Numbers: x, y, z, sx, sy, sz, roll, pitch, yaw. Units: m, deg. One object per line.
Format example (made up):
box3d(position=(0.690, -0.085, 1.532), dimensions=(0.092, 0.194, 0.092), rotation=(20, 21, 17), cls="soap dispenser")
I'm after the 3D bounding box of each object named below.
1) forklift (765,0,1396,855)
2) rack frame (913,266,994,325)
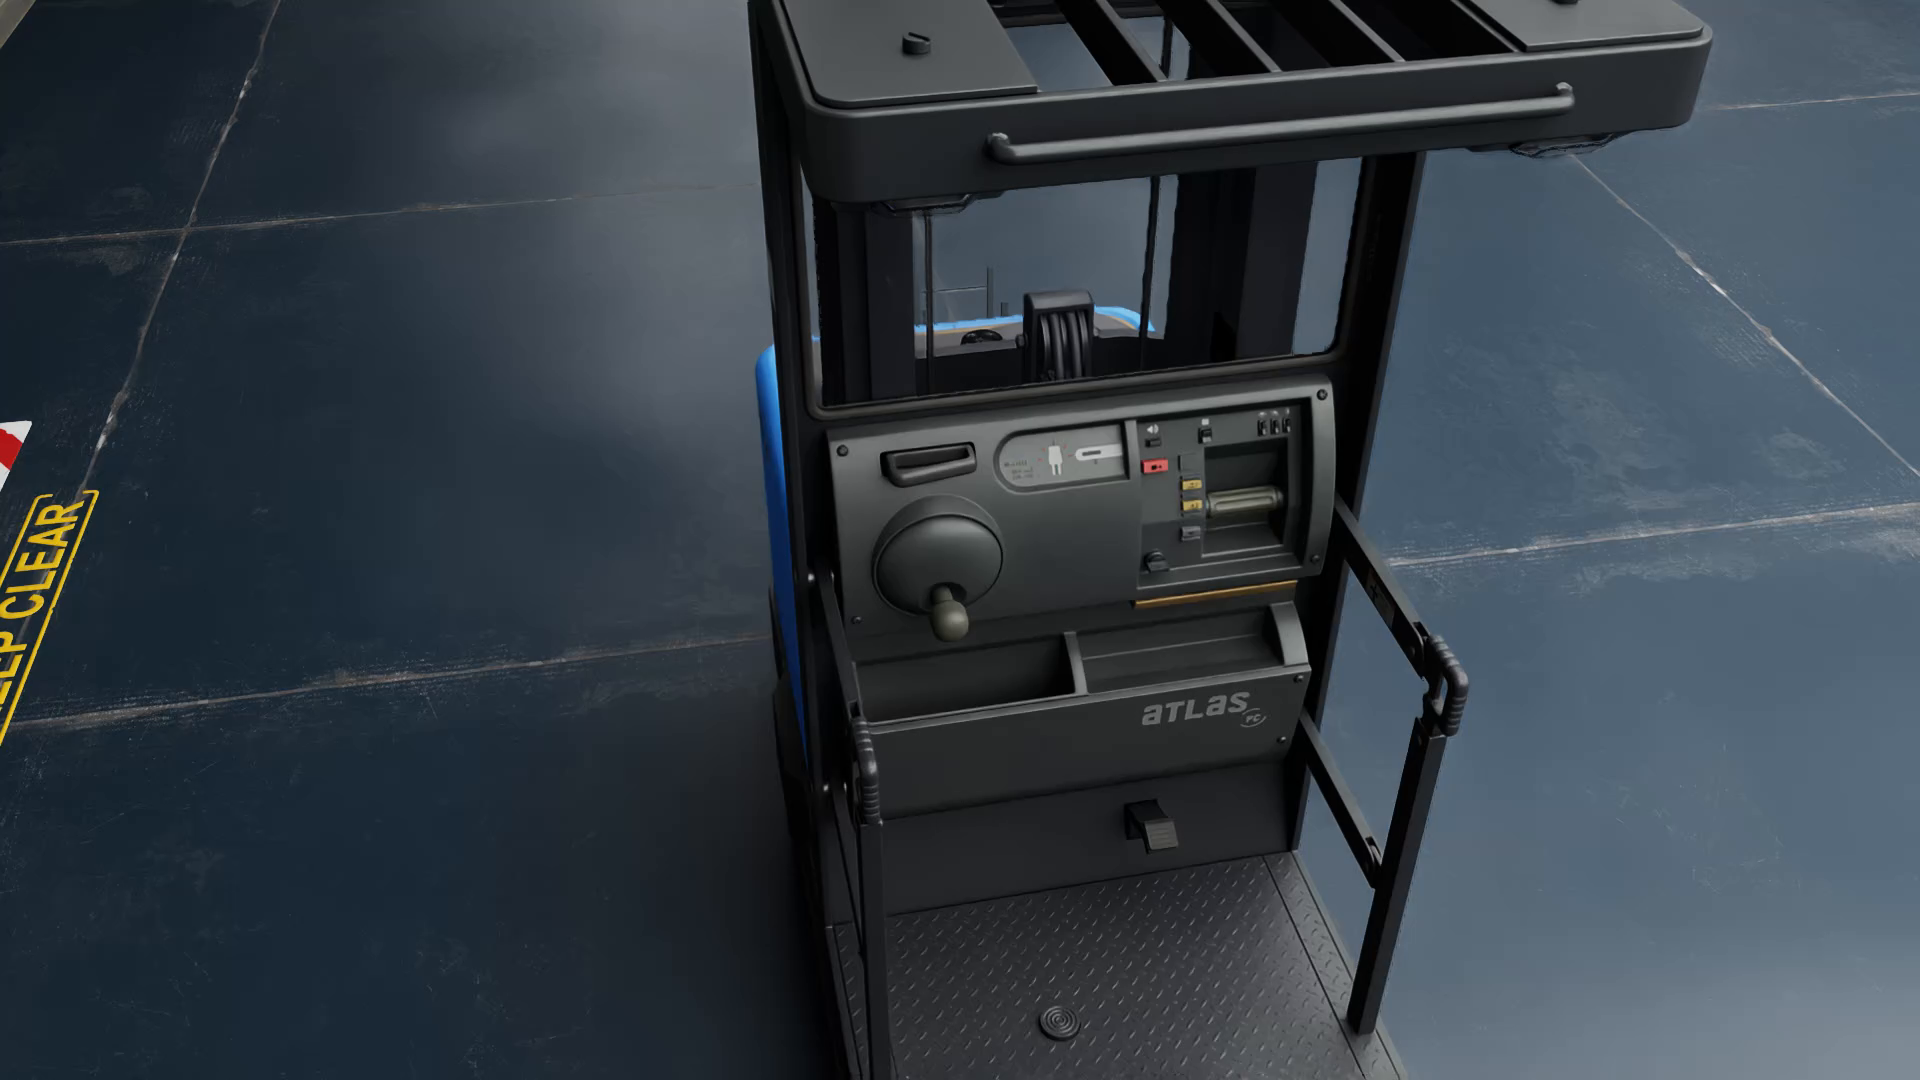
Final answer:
box3d(position=(0.274, 0.016, 2.840), dimensions=(1.121, 2.935, 3.031), rotation=(-7, 38, -9), cls="forklift")
box3d(position=(-0.019, -0.422, 5.059), dimensions=(0.240, 0.900, 0.006), rotation=(-6, 38, -8), cls="rack frame")
